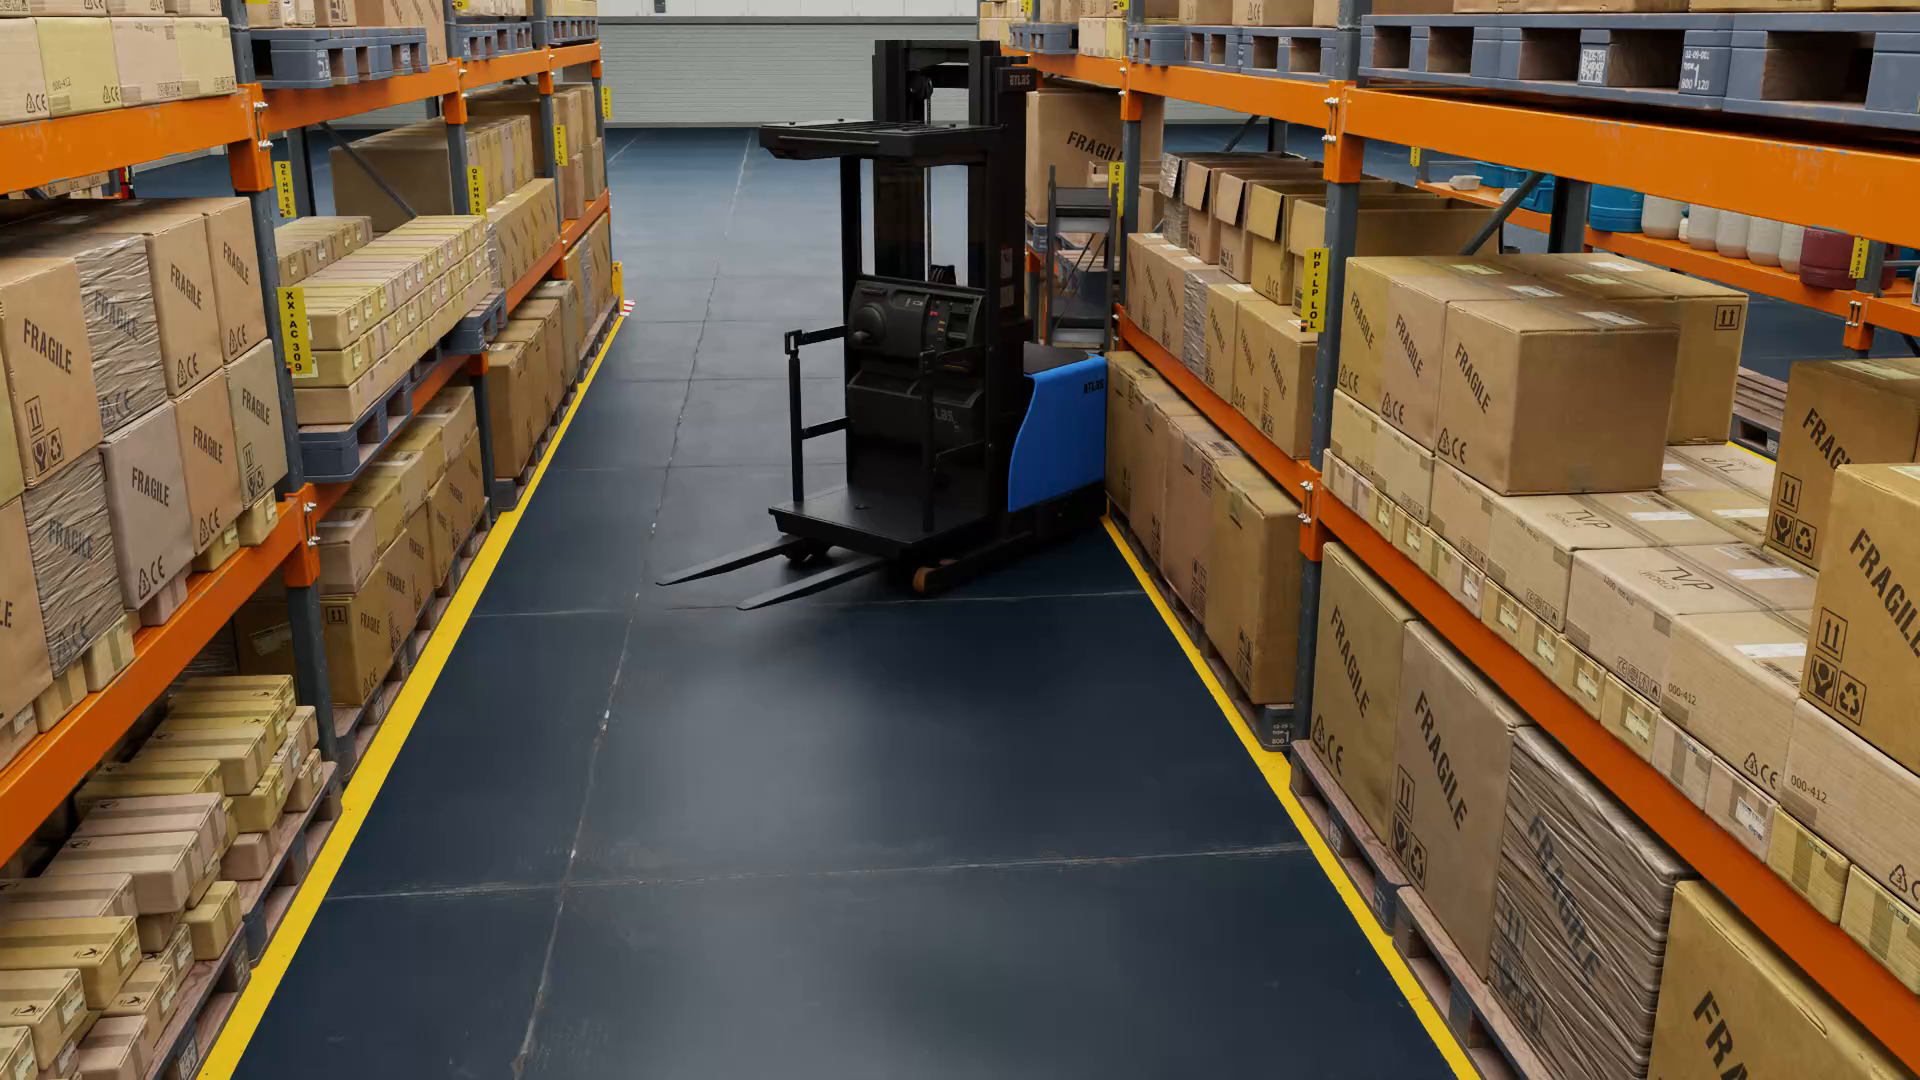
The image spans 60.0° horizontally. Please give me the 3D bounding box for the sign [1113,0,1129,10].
[{"bbox_3d":[0.965,-3.326,9.892,0.100,0.325,0.005,-2,18,-6],"label":"sign"}]

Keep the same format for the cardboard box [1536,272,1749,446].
[{"bbox_3d":[2.278,-0.623,5.654,0.500,0.500,0.500,-2,18,-5],"label":"cardboard box"}]

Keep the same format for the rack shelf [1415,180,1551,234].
[{"bbox_3d":[5.812,-3.262,16.759,1.077,0.370,4.000,-2,18,-6],"label":"rack shelf"}]

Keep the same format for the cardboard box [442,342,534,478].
[{"bbox_3d":[-3.413,-0.852,10.939,1.050,0.750,0.750,-2,18,-6],"label":"cardboard box"}]

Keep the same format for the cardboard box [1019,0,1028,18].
[{"bbox_3d":[0.722,-4.648,14.552,0.380,0.149,0.250,-3,18,-8],"label":"cardboard box"}]

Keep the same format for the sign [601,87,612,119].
[{"bbox_3d":[-3.723,-4.603,17.501,0.100,0.325,0.005,-2,18,-6],"label":"sign"}]

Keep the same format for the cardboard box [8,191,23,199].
[{"bbox_3d":[-8.647,-3.178,14.628,0.500,0.500,0.500,-2,18,-6],"label":"cardboard box"}]

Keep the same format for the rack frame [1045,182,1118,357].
[{"bbox_3d":[0.735,-1.193,10.430,0.400,2.100,0.015,1,24,2],"label":"rack frame"}]

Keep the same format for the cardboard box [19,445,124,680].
[{"bbox_3d":[-2.563,0.054,4.334,0.500,0.500,0.500,-2,18,-7],"label":"cardboard box"}]

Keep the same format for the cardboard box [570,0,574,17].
[{"bbox_3d":[-3.685,-4.790,14.972,0.380,0.149,0.250,-2,18,-6],"label":"cardboard box"}]

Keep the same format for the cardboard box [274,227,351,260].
[{"bbox_3d":[-3.533,-1.609,9.018,0.380,0.149,0.250,-2,18,-6],"label":"cardboard box"}]

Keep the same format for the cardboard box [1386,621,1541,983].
[{"bbox_3d":[1.998,0.808,5.441,0.875,0.875,0.875,-2,18,-6],"label":"cardboard box"}]

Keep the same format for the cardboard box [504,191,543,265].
[{"bbox_3d":[-3.428,-2.332,12.431,0.500,0.500,0.500,-2,17,-5],"label":"cardboard box"}]

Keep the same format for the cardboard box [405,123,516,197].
[{"bbox_3d":[-3.688,-2.806,12.271,0.700,0.500,0.500,-2,18,-5],"label":"cardboard box"}]

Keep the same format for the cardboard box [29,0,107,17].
[{"bbox_3d":[-2.626,-1.507,4.378,0.500,0.250,0.500,-1,17,-3],"label":"cardboard box"}]

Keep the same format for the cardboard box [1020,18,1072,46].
[{"bbox_3d":[0.785,-4.343,14.246,0.500,0.250,0.500,-1,17,-4],"label":"cardboard box"}]

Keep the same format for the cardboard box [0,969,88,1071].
[{"bbox_3d":[-2.504,1.240,4.284,0.380,0.149,0.250,-1,17,-3],"label":"cardboard box"}]

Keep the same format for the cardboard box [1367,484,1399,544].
[{"bbox_3d":[1.672,-0.097,5.899,0.380,0.149,0.250,-1,17,-4],"label":"cardboard box"}]

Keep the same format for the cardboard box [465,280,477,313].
[{"bbox_3d":[-2.880,-1.338,9.150,0.380,0.149,0.250,-1,17,-5],"label":"cardboard box"}]

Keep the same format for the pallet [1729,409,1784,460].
[{"bbox_3d":[6.390,-0.719,12.114,1.003,0.211,1.213,-2,18,-6],"label":"pallet"}]

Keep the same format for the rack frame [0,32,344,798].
[{"bbox_3d":[-3.027,-0.349,6.282,1.000,3.000,0.127,-2,18,-6],"label":"rack frame"}]

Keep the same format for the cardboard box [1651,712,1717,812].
[{"bbox_3d":[1.887,0.516,3.944,0.380,0.149,0.250,-1,17,-5],"label":"cardboard box"}]

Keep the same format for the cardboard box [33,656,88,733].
[{"bbox_3d":[-2.533,0.392,4.339,0.380,0.149,0.250,-1,17,-4],"label":"cardboard box"}]

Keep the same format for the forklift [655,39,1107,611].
[{"bbox_3d":[-0.393,-1.253,9.273,1.130,2.935,3.031,14,22,37],"label":"forklift"}]

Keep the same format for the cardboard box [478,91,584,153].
[{"bbox_3d":[-4.010,-3.914,15.582,0.875,0.550,0.500,-2,18,-6],"label":"cardboard box"}]

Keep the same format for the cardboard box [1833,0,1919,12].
[{"bbox_3d":[2.285,-1.332,3.370,0.700,0.500,0.500,-2,18,-8],"label":"cardboard box"}]

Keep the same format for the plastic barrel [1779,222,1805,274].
[{"bbox_3d":[6.113,-2.170,11.896,0.421,0.512,0.421,0,17,0],"label":"plastic barrel"}]

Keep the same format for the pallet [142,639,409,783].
[{"bbox_3d":[-3.109,0.749,7.438,1.003,0.211,1.213,-2,18,-6],"label":"pallet"}]

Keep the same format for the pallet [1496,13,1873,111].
[{"bbox_3d":[2.114,-1.255,4.306,1.003,0.211,1.213,-2,18,-6],"label":"pallet"}]

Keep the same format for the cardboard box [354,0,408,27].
[{"bbox_3d":[-3.016,-2.560,8.149,0.500,0.500,0.500,-2,18,-6],"label":"cardboard box"}]

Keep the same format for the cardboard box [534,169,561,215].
[{"bbox_3d":[-3.902,-2.914,14.200,0.875,0.550,0.550,-2,18,-6],"label":"cardboard box"}]

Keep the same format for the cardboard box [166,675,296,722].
[{"bbox_3d":[-2.731,0.625,6.245,0.380,0.149,0.250,-1,17,-4],"label":"cardboard box"}]

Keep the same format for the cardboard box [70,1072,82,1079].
[{"bbox_3d":[-2.529,1.534,4.340,0.380,0.149,0.250,-2,18,-5],"label":"cardboard box"}]

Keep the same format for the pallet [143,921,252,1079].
[{"bbox_3d":[-2.793,1.544,4.905,1.003,0.211,1.213,-2,18,-6],"label":"pallet"}]

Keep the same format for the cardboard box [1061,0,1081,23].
[{"bbox_3d":[1.140,-4.113,12.389,0.797,0.503,0.637,-1,17,-3],"label":"cardboard box"}]

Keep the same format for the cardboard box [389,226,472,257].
[{"bbox_3d":[-2.882,-1.621,9.056,0.380,0.149,0.250,-1,17,-4],"label":"cardboard box"}]

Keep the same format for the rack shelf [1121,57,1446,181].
[{"bbox_3d":[1.711,-2.156,8.231,1.077,0.370,4.000,-2,18,-6],"label":"rack shelf"}]

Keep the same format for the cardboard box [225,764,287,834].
[{"bbox_3d":[-2.593,0.912,5.826,0.380,0.149,0.250,-2,18,-8],"label":"cardboard box"}]

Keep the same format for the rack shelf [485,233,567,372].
[{"bbox_3d":[-3.646,-1.794,12.084,1.077,0.370,4.000,-2,18,-6],"label":"rack shelf"}]

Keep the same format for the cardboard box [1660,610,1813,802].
[{"bbox_3d":[1.964,0.362,3.771,0.500,0.250,0.500,-2,18,-7],"label":"cardboard box"}]

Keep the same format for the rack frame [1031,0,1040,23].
[{"bbox_3d":[1.092,-5.718,13.368,1.000,3.000,0.127,-2,18,-6],"label":"rack frame"}]

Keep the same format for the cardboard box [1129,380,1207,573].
[{"bbox_3d":[1.639,-0.379,9.222,1.225,0.875,0.875,-2,18,-5],"label":"cardboard box"}]

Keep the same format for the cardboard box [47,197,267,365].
[{"bbox_3d":[-2.709,-0.884,5.653,0.500,0.500,0.500,-2,18,-8],"label":"cardboard box"}]

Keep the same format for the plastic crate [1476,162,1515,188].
[{"bbox_3d":[5.955,-3.990,18.126,0.499,0.251,0.616,-2,18,-6],"label":"plastic crate"}]

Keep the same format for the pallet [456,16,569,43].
[{"bbox_3d":[-3.926,-4.366,14.215,1.003,0.211,1.213,-2,18,-6],"label":"pallet"}]

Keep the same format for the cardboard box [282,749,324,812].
[{"bbox_3d":[-2.647,0.917,6.307,0.380,0.149,0.250,-2,17,-5],"label":"cardboard box"}]

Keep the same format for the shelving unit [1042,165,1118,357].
[{"bbox_3d":[0.745,-1.293,10.652,0.431,2.100,0.503,1,24,2],"label":"shelving unit"}]

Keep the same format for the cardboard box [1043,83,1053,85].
[{"bbox_3d":[0.620,-4.095,15.881,0.500,0.500,0.500,-2,18,-6],"label":"cardboard box"}]

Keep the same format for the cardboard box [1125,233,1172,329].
[{"bbox_3d":[1.284,-1.559,9.967,0.500,0.500,0.500,-1,17,-4],"label":"cardboard box"}]

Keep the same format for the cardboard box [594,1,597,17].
[{"bbox_3d":[-3.893,-5.395,16.898,0.380,0.149,0.250,-2,18,-6],"label":"cardboard box"}]

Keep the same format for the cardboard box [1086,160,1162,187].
[{"bbox_3d":[1.363,-2.592,12.552,0.797,0.503,0.637,0,17,0],"label":"cardboard box"}]

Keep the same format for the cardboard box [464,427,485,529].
[{"bbox_3d":[-3.111,-0.361,9.791,0.500,0.500,0.500,-2,18,-6],"label":"cardboard box"}]

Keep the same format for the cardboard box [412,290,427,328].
[{"bbox_3d":[-2.750,-1.094,7.876,0.380,0.149,0.250,-2,18,-7],"label":"cardboard box"}]

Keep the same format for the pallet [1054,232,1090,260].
[{"bbox_3d":[1.260,-2.161,12.373,1.003,0.211,1.213,-2,18,-6],"label":"pallet"}]

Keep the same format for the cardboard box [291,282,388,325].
[{"bbox_3d":[-2.669,-1.005,7.094,0.380,0.149,0.250,-2,18,-5],"label":"cardboard box"}]

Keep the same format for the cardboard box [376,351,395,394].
[{"bbox_3d":[-2.666,-0.718,7.176,0.380,0.149,0.250,-2,18,-5],"label":"cardboard box"}]
